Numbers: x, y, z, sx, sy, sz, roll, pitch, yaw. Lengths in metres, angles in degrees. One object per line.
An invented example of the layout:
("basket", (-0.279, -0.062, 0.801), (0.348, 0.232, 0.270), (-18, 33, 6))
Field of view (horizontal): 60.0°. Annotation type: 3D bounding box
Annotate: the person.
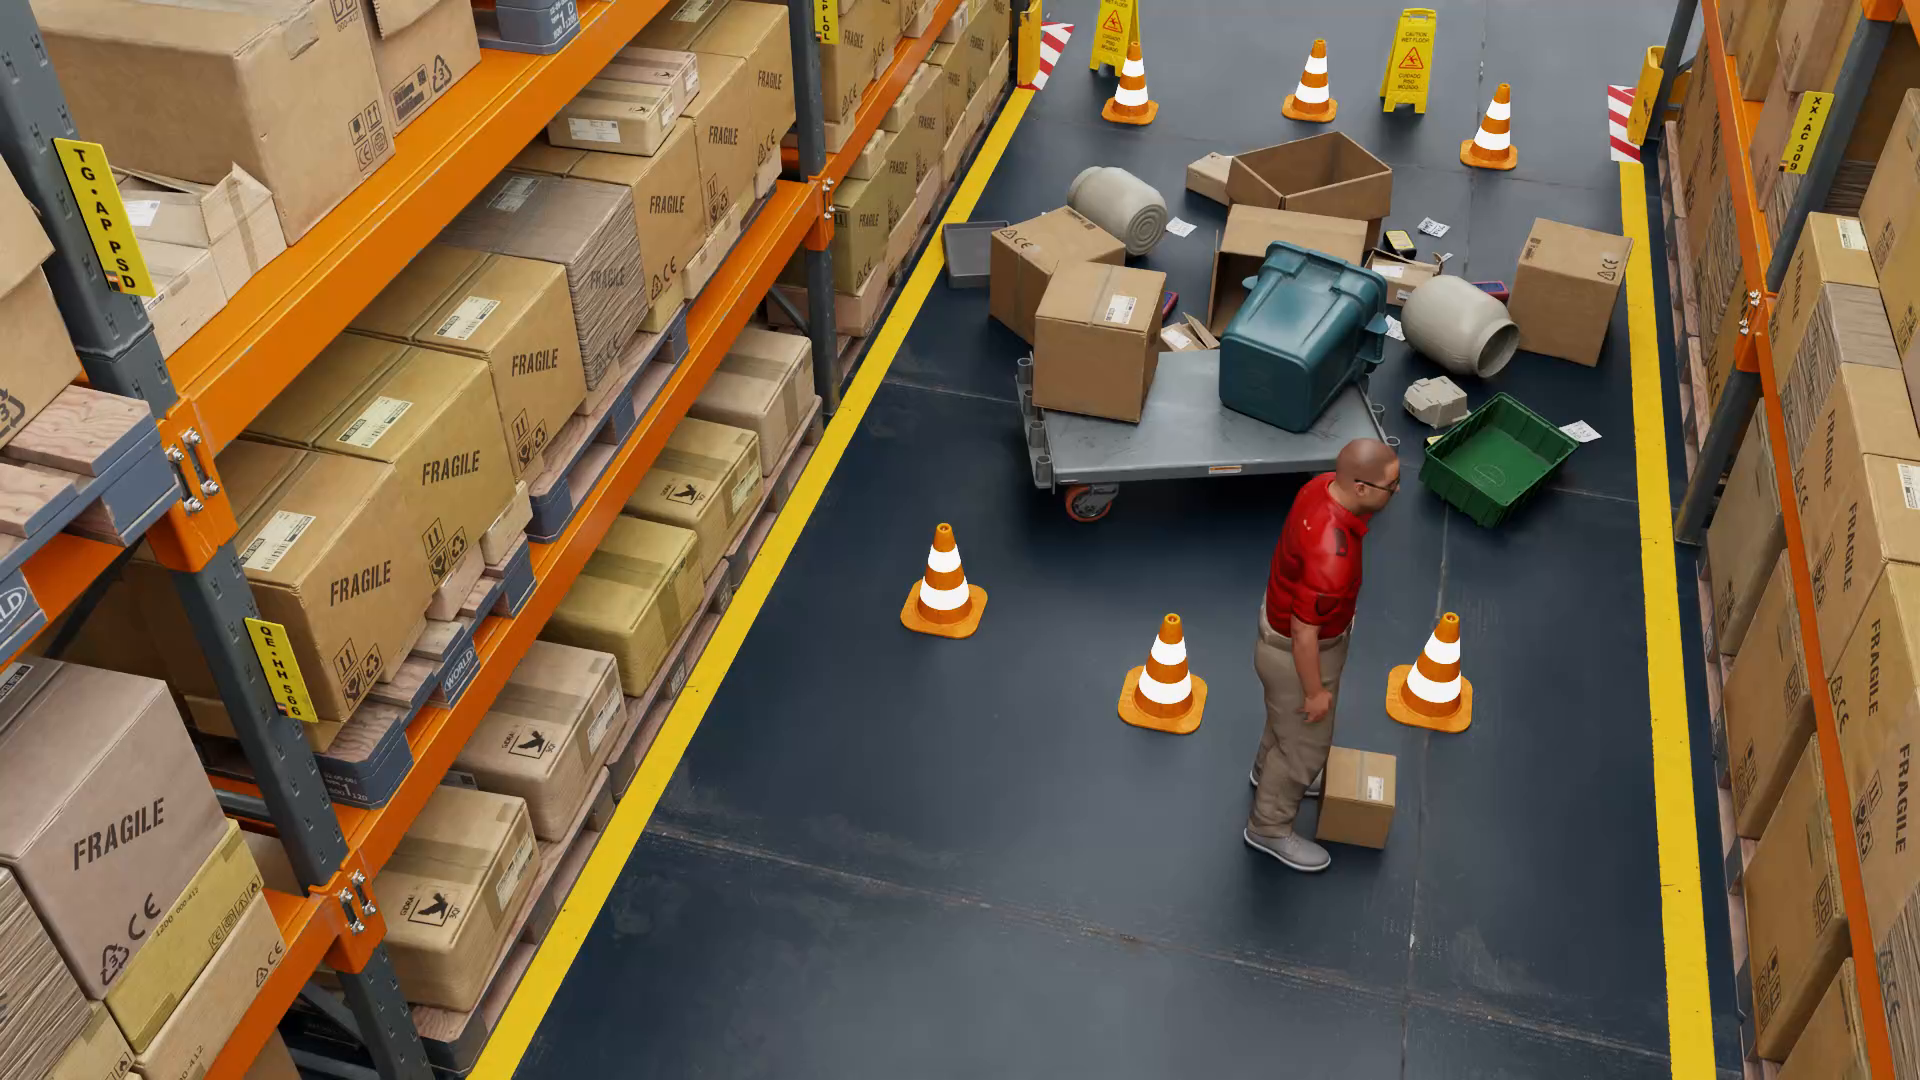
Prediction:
("person", (1.222, 0.361, 5.750), (0.393, 1.725, 0.594), (8, 41, 9))
